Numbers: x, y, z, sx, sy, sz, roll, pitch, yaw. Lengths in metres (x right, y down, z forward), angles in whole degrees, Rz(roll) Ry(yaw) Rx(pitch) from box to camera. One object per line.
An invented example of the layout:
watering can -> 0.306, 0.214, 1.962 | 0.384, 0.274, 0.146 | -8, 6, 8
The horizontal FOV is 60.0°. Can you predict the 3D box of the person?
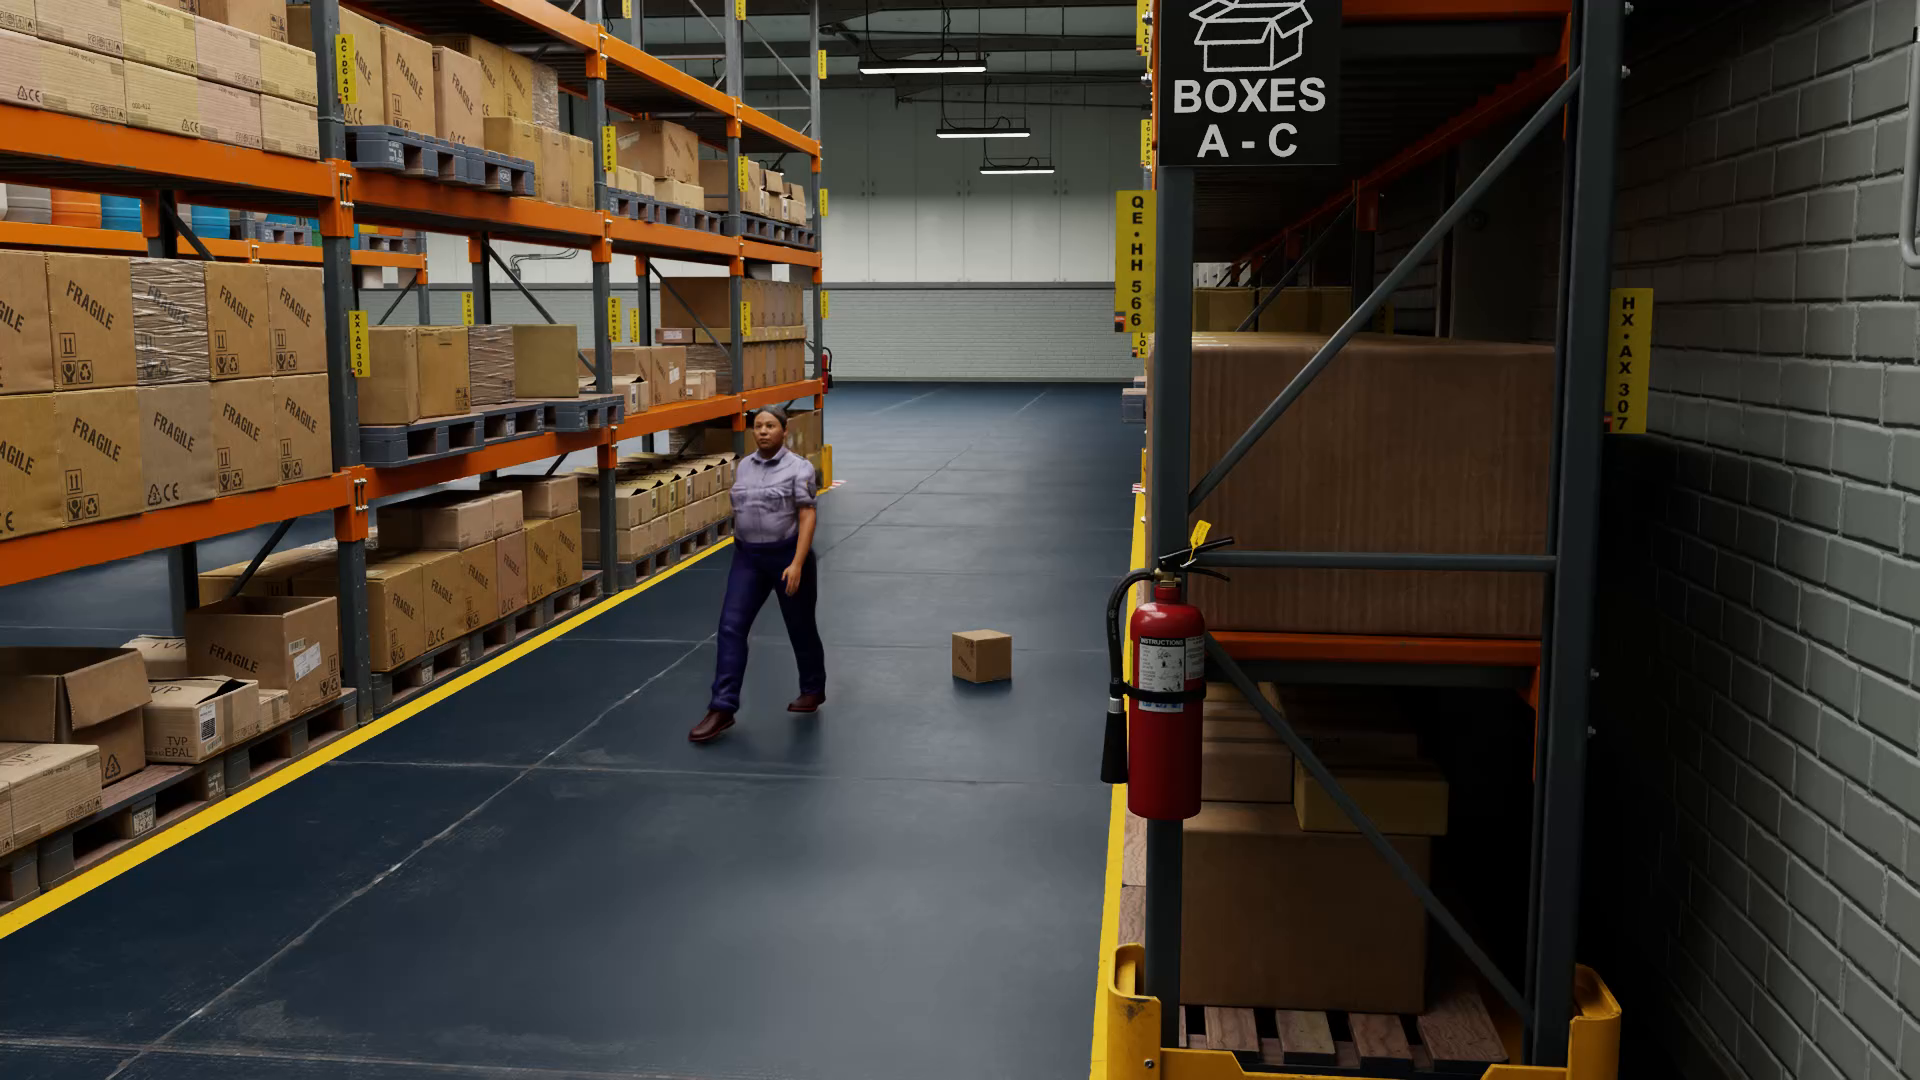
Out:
person -> -0.971, 0.140, 8.303 | 0.517, 1.588, 0.926 | 2, 8, 17
